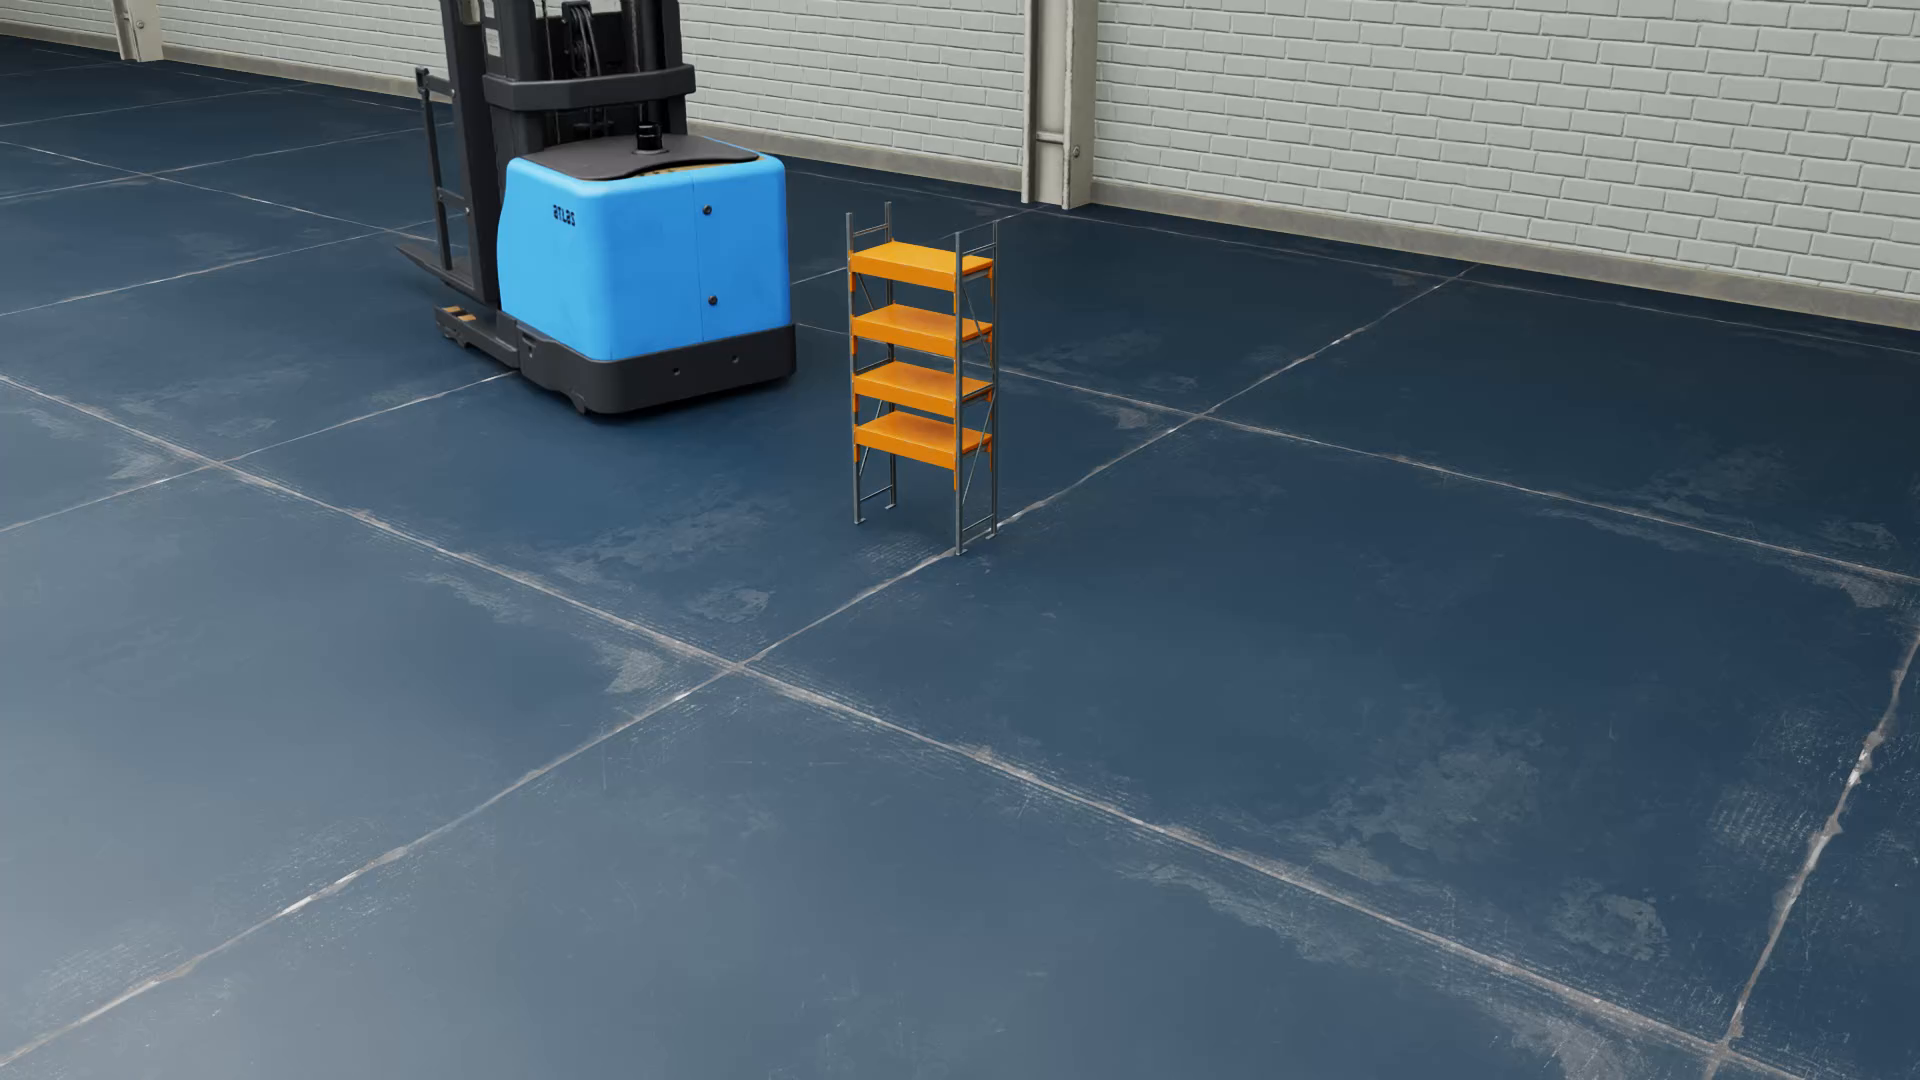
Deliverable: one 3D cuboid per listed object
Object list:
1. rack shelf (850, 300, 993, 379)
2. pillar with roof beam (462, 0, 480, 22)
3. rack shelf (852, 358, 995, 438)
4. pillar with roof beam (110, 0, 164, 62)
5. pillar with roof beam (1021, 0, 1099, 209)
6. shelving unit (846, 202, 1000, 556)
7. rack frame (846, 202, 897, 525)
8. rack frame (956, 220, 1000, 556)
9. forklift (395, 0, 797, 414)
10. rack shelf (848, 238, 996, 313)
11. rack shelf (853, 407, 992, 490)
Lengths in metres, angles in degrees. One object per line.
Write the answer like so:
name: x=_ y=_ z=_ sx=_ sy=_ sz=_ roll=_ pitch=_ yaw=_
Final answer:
rack shelf: x=-0.132 y=-0.732 z=6.036 sx=0.480 sy=0.148 sz=0.258 roll=17 pitch=29 yaw=33
pillar with roof beam: x=-6.708 y=-6.540 z=9.932 sx=0.400 sy=9.000 sz=9.100 roll=17 pitch=29 yaw=33
rack shelf: x=-0.132 y=-0.528 z=6.126 sx=0.480 sy=0.148 sz=0.258 roll=17 pitch=29 yaw=33
pillar with roof beam: x=-11.510 y=-7.990 z=13.225 sx=0.400 sy=9.000 sz=9.100 roll=17 pitch=29 yaw=33
pillar with roof beam: x=-1.907 y=-5.089 z=6.639 sx=0.400 sy=9.000 sz=9.100 roll=17 pitch=29 yaw=33
shelving unit: x=-0.132 y=-0.589 z=6.099 sx=0.503 sy=1.200 sz=0.258 roll=17 pitch=29 yaw=33
rack frame: x=-0.328 y=-0.648 z=6.233 sx=0.015 sy=1.200 sz=0.240 roll=17 pitch=29 yaw=33
rack frame: x=0.063 y=-0.530 z=5.965 sx=0.015 sy=1.200 sz=0.240 roll=17 pitch=29 yaw=33
forklift: x=-2.064 y=-2.429 z=8.128 sx=1.130 sy=2.935 sz=3.031 roll=-17 pitch=29 yaw=-34
rack shelf: x=-0.132 y=-0.949 z=5.940 sx=0.480 sy=0.148 sz=0.258 roll=17 pitch=29 yaw=33
rack shelf: x=-0.132 y=-0.346 z=6.206 sx=0.480 sy=0.148 sz=0.258 roll=17 pitch=29 yaw=33
